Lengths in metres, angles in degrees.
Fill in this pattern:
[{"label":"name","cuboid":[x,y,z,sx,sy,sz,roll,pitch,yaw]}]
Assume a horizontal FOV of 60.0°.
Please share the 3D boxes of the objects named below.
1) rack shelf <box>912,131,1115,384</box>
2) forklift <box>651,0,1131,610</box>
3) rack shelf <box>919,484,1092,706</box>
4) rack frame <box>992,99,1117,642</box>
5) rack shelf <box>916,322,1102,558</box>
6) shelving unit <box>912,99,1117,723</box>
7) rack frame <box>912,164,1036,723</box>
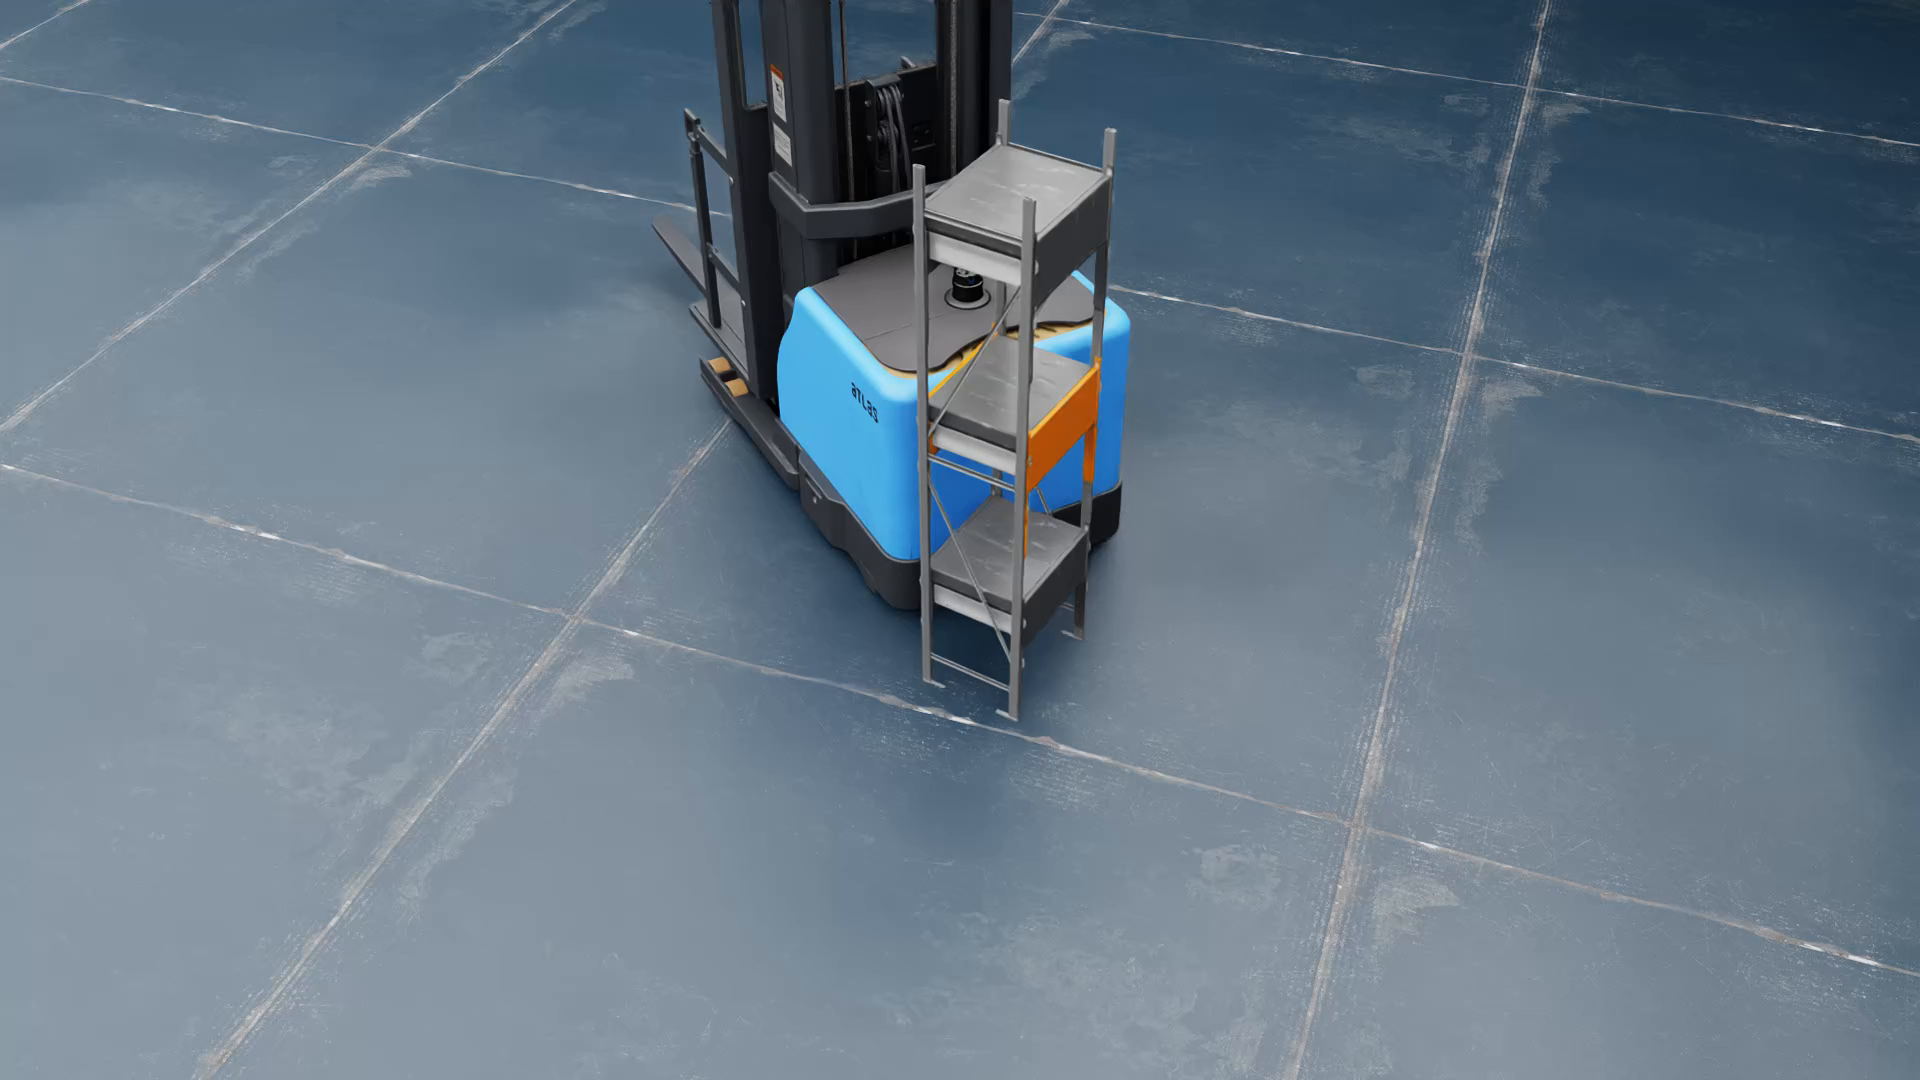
[{"label":"rack shelf","cuboid":[0.165,-0.870,5.095,0.431,0.518,0.480,22,45,23]},{"label":"forklift","cuboid":[-0.513,-1.794,6.594,1.130,2.935,3.031,-20,44,-22]},{"label":"rack shelf","cuboid":[0.165,0.195,6.003,0.431,0.518,0.480,22,45,23]},{"label":"rack frame","cuboid":[0.293,-0.483,5.698,0.400,2.100,0.015,22,45,23]},{"label":"rack shelf","cuboid":[0.165,-0.338,5.549,0.431,0.518,0.480,22,45,23]},{"label":"shelving unit","cuboid":[0.165,-0.348,5.540,0.431,2.100,0.503,22,45,23]},{"label":"rack frame","cuboid":[0.038,-0.213,5.382,0.400,2.100,0.015,22,45,23]}]
